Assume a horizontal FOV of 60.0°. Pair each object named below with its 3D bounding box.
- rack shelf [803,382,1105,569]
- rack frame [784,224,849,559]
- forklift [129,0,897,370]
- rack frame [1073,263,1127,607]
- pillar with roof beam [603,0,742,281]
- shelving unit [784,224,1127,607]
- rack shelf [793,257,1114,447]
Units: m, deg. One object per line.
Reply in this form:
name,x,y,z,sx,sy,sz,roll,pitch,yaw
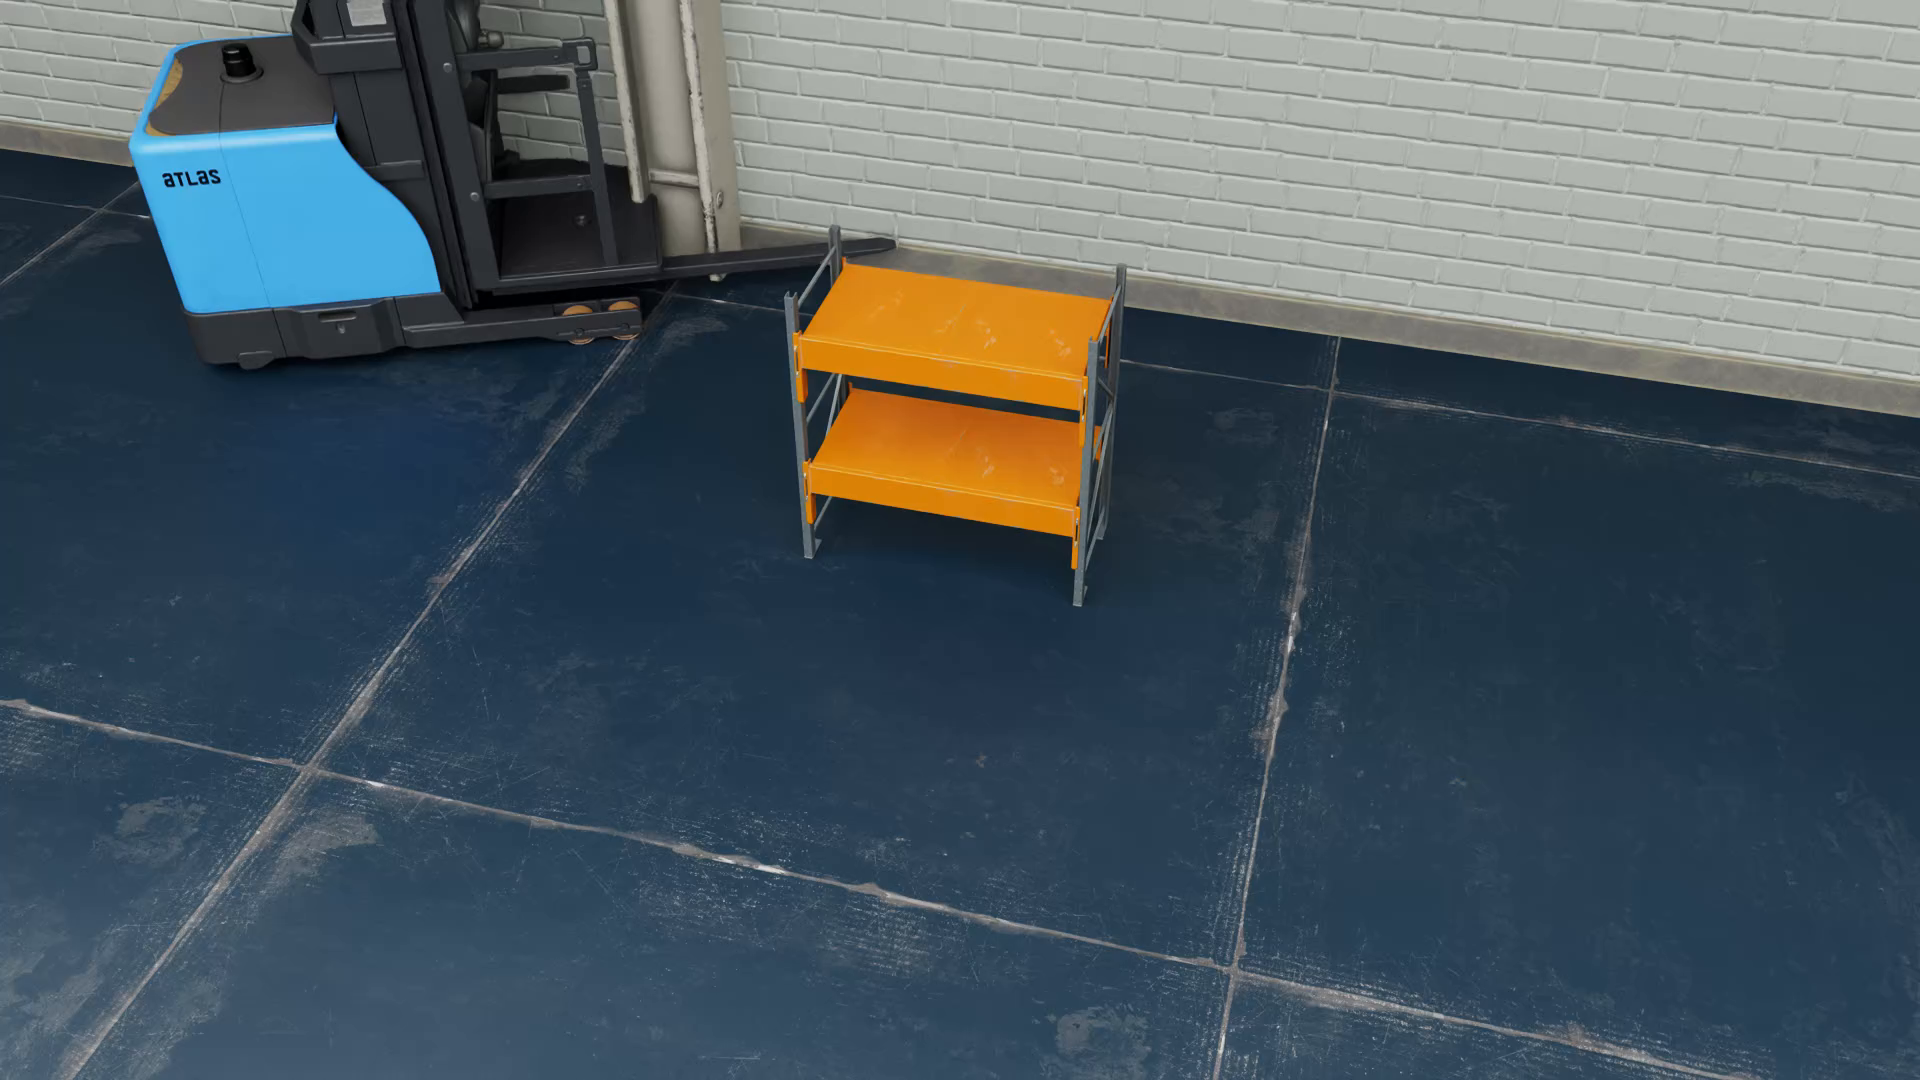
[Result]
rack shelf,-0.007,-0.245,6.047,1.000,0.278,0.538,10,41,11
rack frame,-0.498,-0.516,5.990,0.032,1.125,0.500,10,41,11
forklift,-1.834,-2.305,6.716,3.031,2.935,1.130,-7,40,-8
rack frame,0.485,-0.347,5.789,0.032,1.125,0.500,10,41,11
pillar with roof beam,-2.368,-2.091,1.743,0.400,9.000,9.100,10,41,11
shelving unit,-0.007,-0.432,5.890,1.048,1.125,0.538,10,41,11
rack shelf,-0.007,-0.656,5.701,1.000,0.278,0.538,10,41,11
